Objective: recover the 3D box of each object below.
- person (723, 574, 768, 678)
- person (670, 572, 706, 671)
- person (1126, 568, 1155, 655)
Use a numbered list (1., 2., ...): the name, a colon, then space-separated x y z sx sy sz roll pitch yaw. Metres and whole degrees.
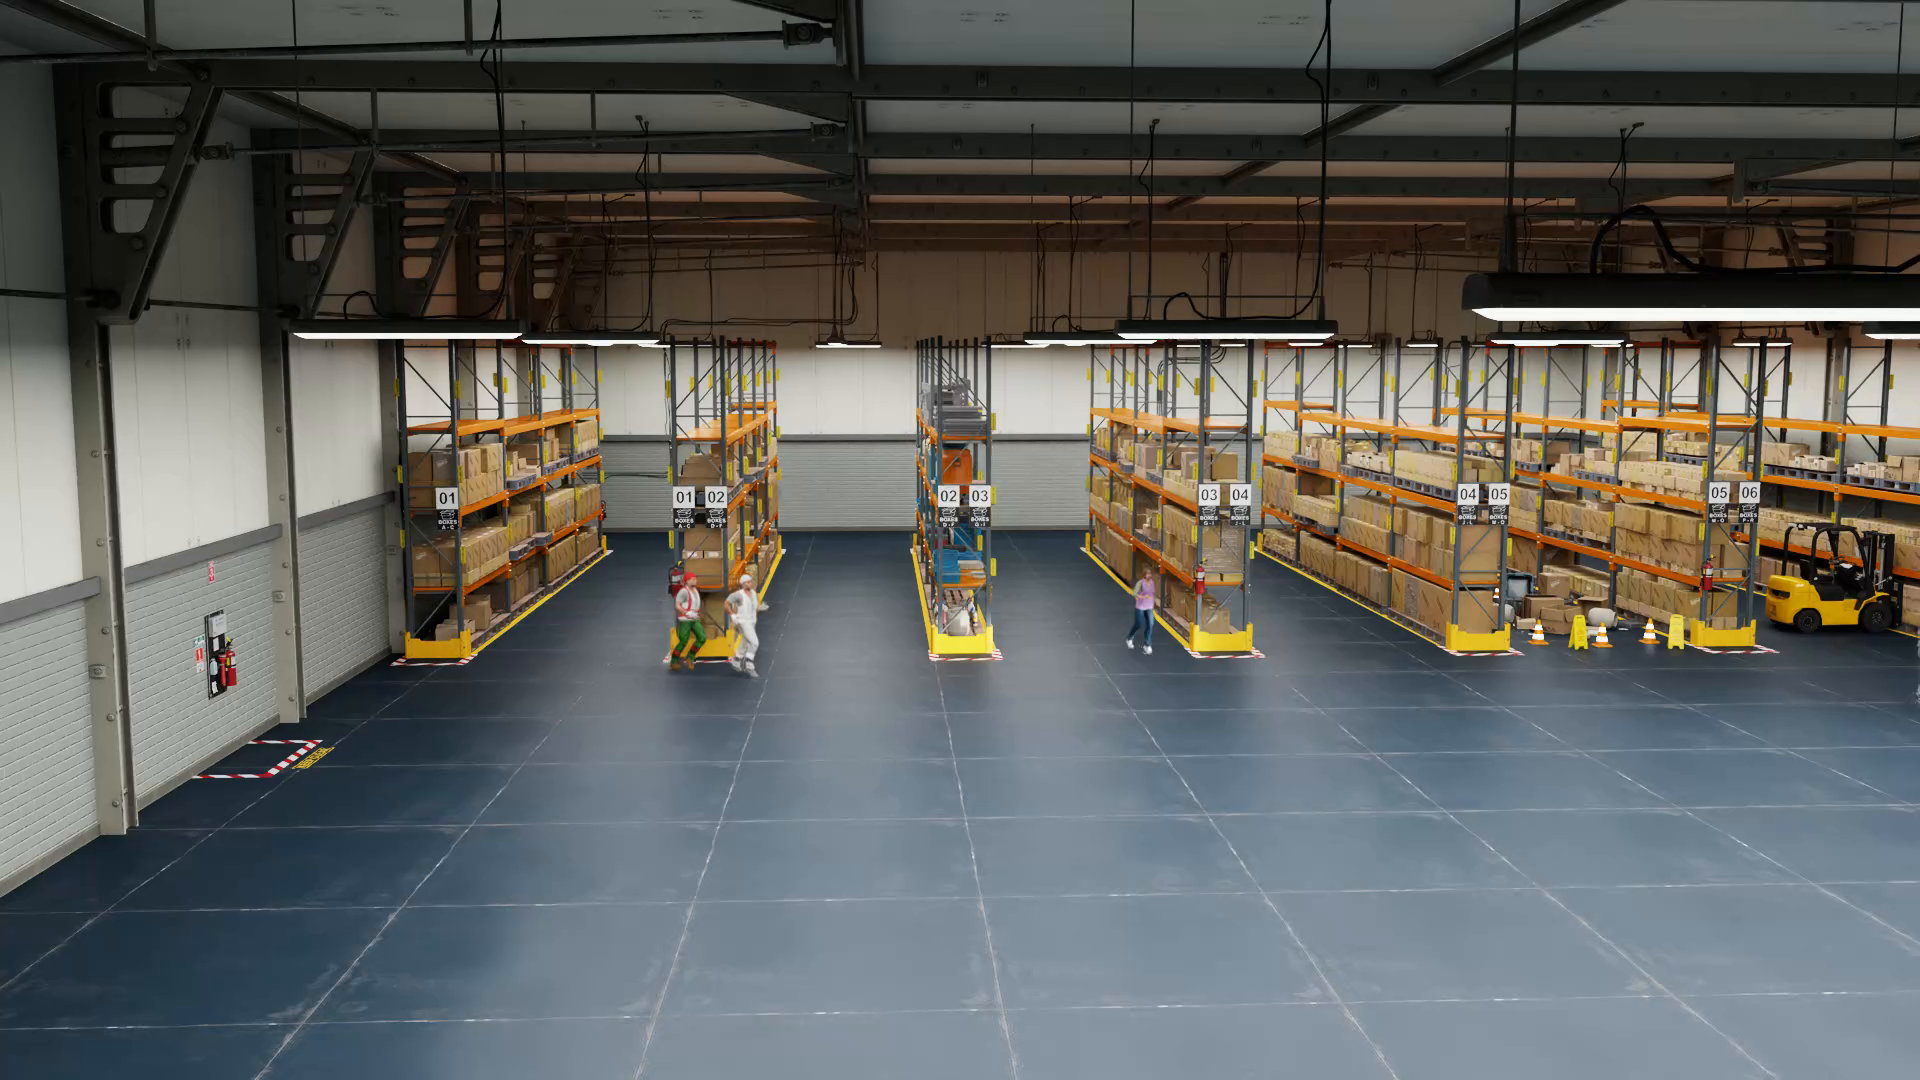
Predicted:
1. person: -3.750 1.509 29.289 0.748 1.817 0.643 4 7 30
2. person: -4.861 1.453 29.918 0.654 1.756 0.703 4 8 33
3. person: 3.497 1.333 31.708 0.547 1.633 0.762 -3 7 -27
